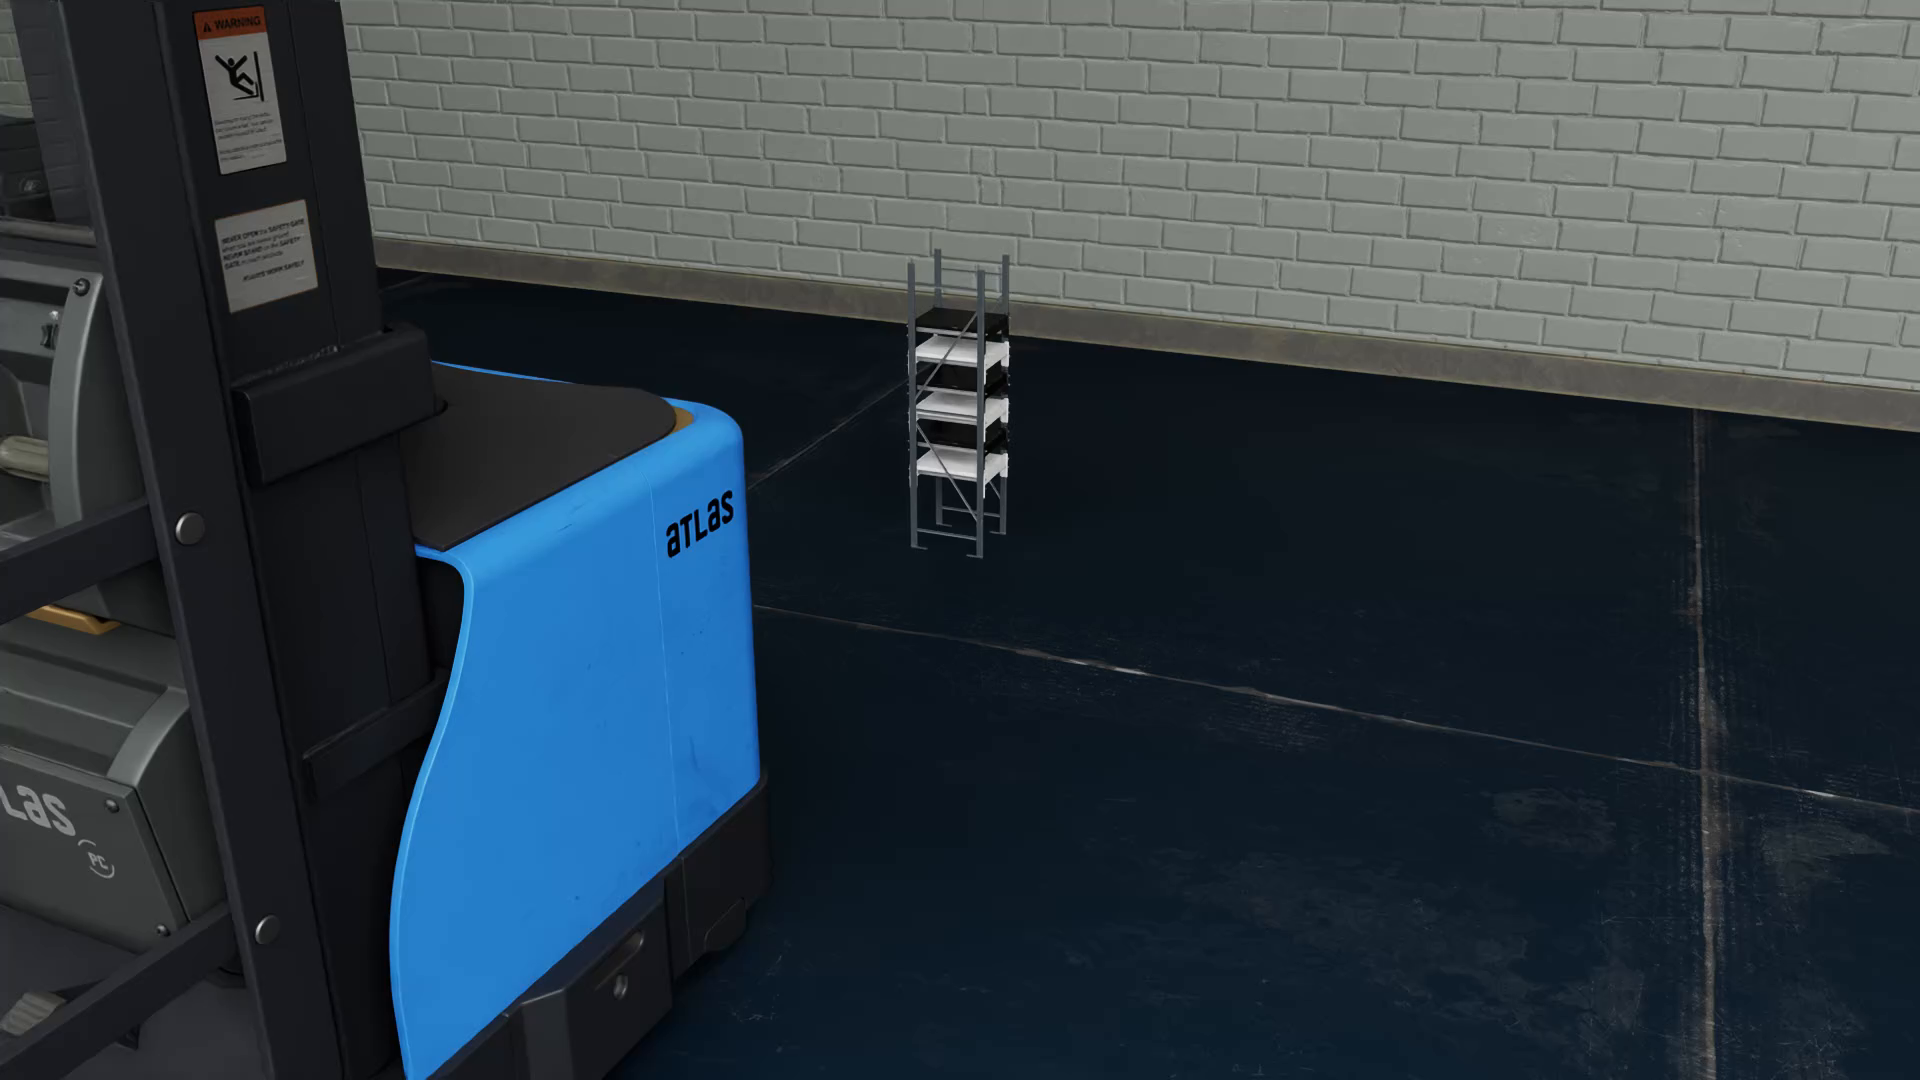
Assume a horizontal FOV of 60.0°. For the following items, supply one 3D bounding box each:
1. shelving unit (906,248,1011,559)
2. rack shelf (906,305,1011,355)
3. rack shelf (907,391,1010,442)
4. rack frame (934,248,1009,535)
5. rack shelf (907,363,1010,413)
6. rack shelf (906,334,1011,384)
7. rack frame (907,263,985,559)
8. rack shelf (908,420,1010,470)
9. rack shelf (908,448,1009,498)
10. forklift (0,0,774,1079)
[{"bbox_3d":[-0.003,-0.412,5.070,0.258,0.900,0.210,9,24,20],"label":"shelving unit"},{"bbox_3d":[-0.003,-0.631,4.978,0.258,0.077,0.200,9,24,20],"label":"rack shelf"},{"bbox_3d":[-0.003,-0.382,5.082,0.258,0.077,0.200,9,24,20],"label":"rack shelf"},{"bbox_3d":[0.035,-0.449,5.157,0.240,0.900,0.006,9,24,20],"label":"rack frame"},{"bbox_3d":[-0.003,-0.465,5.048,0.258,0.077,0.200,9,24,20],"label":"rack shelf"},{"bbox_3d":[-0.003,-0.548,5.013,0.258,0.077,0.200,9,24,20],"label":"rack shelf"},{"bbox_3d":[-0.041,-0.376,4.982,0.240,0.900,0.006,9,24,20],"label":"rack frame"},{"bbox_3d":[-0.003,-0.299,5.117,0.258,0.077,0.200,9,24,20],"label":"rack shelf"},{"bbox_3d":[-0.003,-0.215,5.152,0.258,0.077,0.200,9,24,20],"label":"rack shelf"},{"bbox_3d":[-1.469,-0.172,1.859,1.130,2.935,3.031,10,25,23],"label":"forklift"}]
